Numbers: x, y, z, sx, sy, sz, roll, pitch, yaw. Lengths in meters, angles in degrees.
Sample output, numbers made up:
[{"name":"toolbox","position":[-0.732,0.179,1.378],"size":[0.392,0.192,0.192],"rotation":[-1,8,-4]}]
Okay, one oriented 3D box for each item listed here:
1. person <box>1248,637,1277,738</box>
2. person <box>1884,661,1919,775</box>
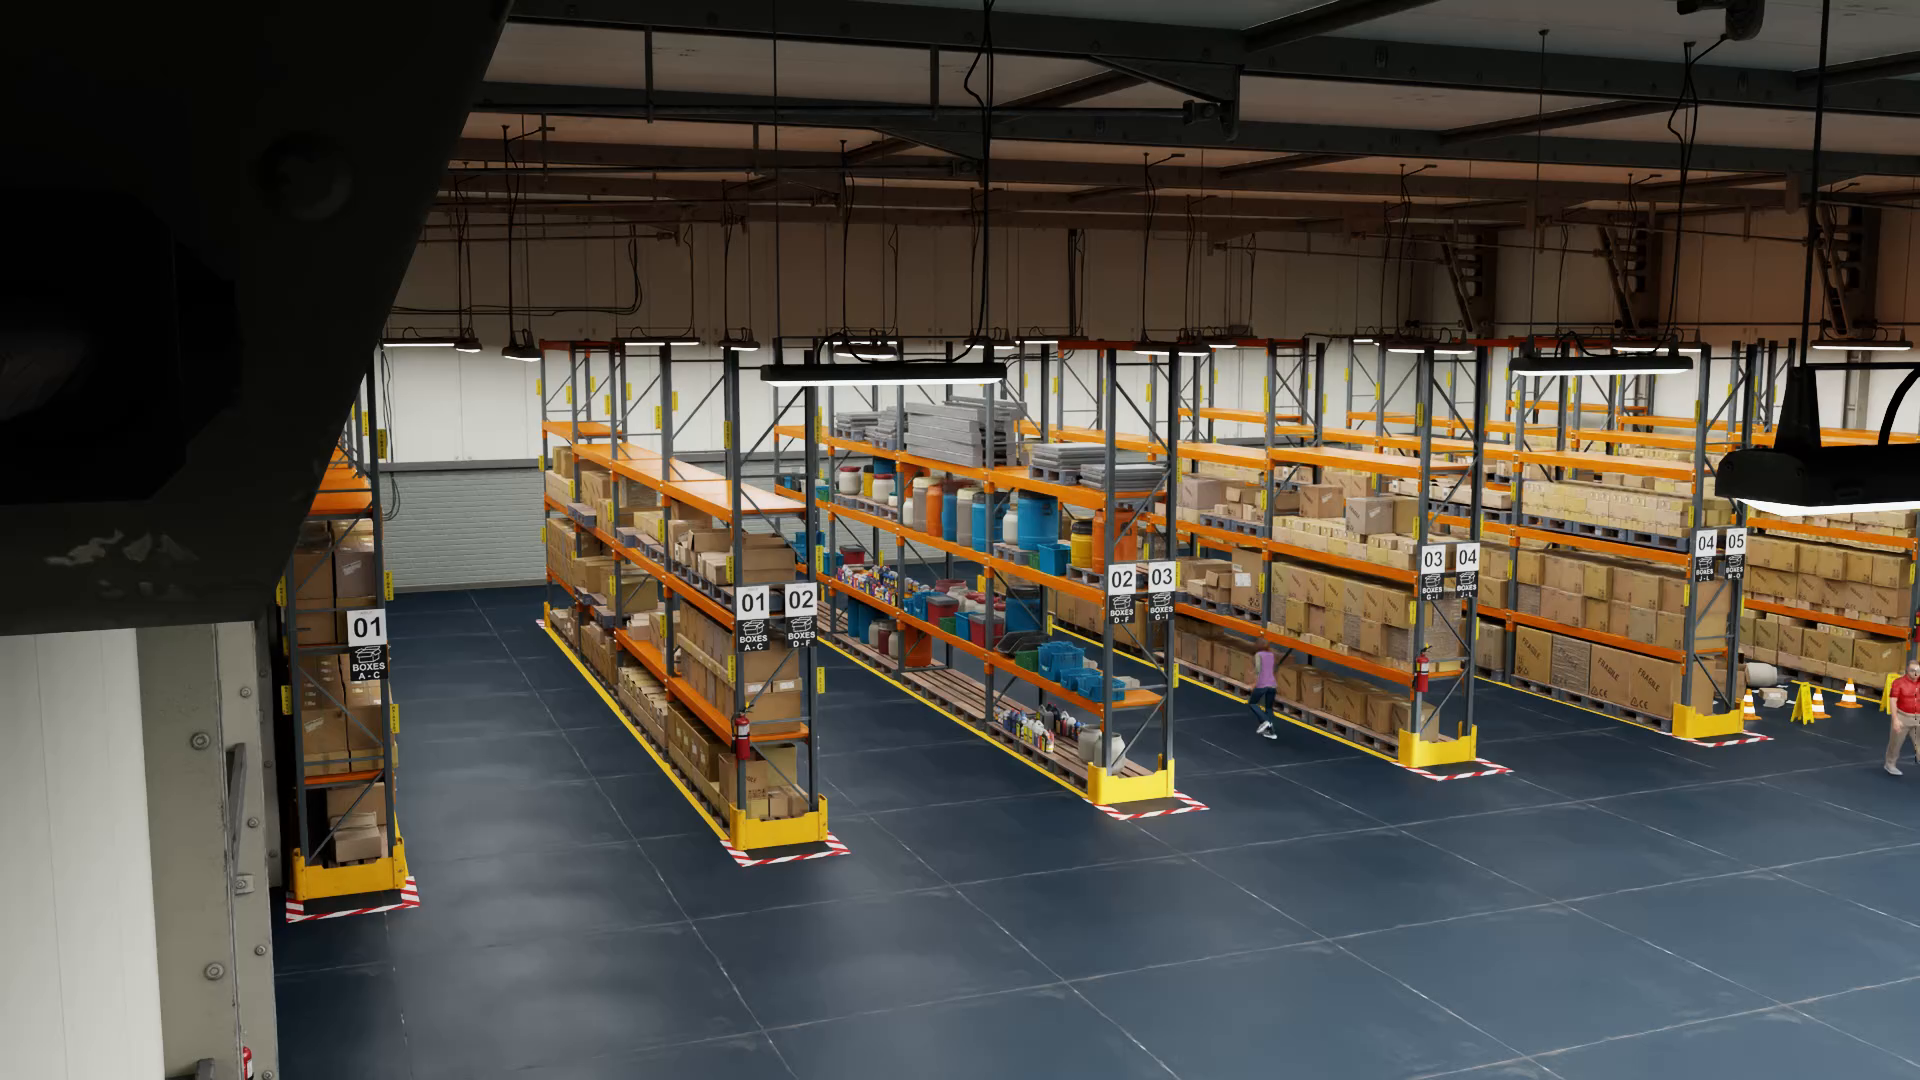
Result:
[{"name":"person","position":[4.681,2.263,25.683],"size":[0.505,1.500,0.749],"rotation":[-3,8,-19]},{"name":"person","position":[13.168,2.507,22.970],"size":[0.582,1.661,1.070],"rotation":[1,8,9]}]
